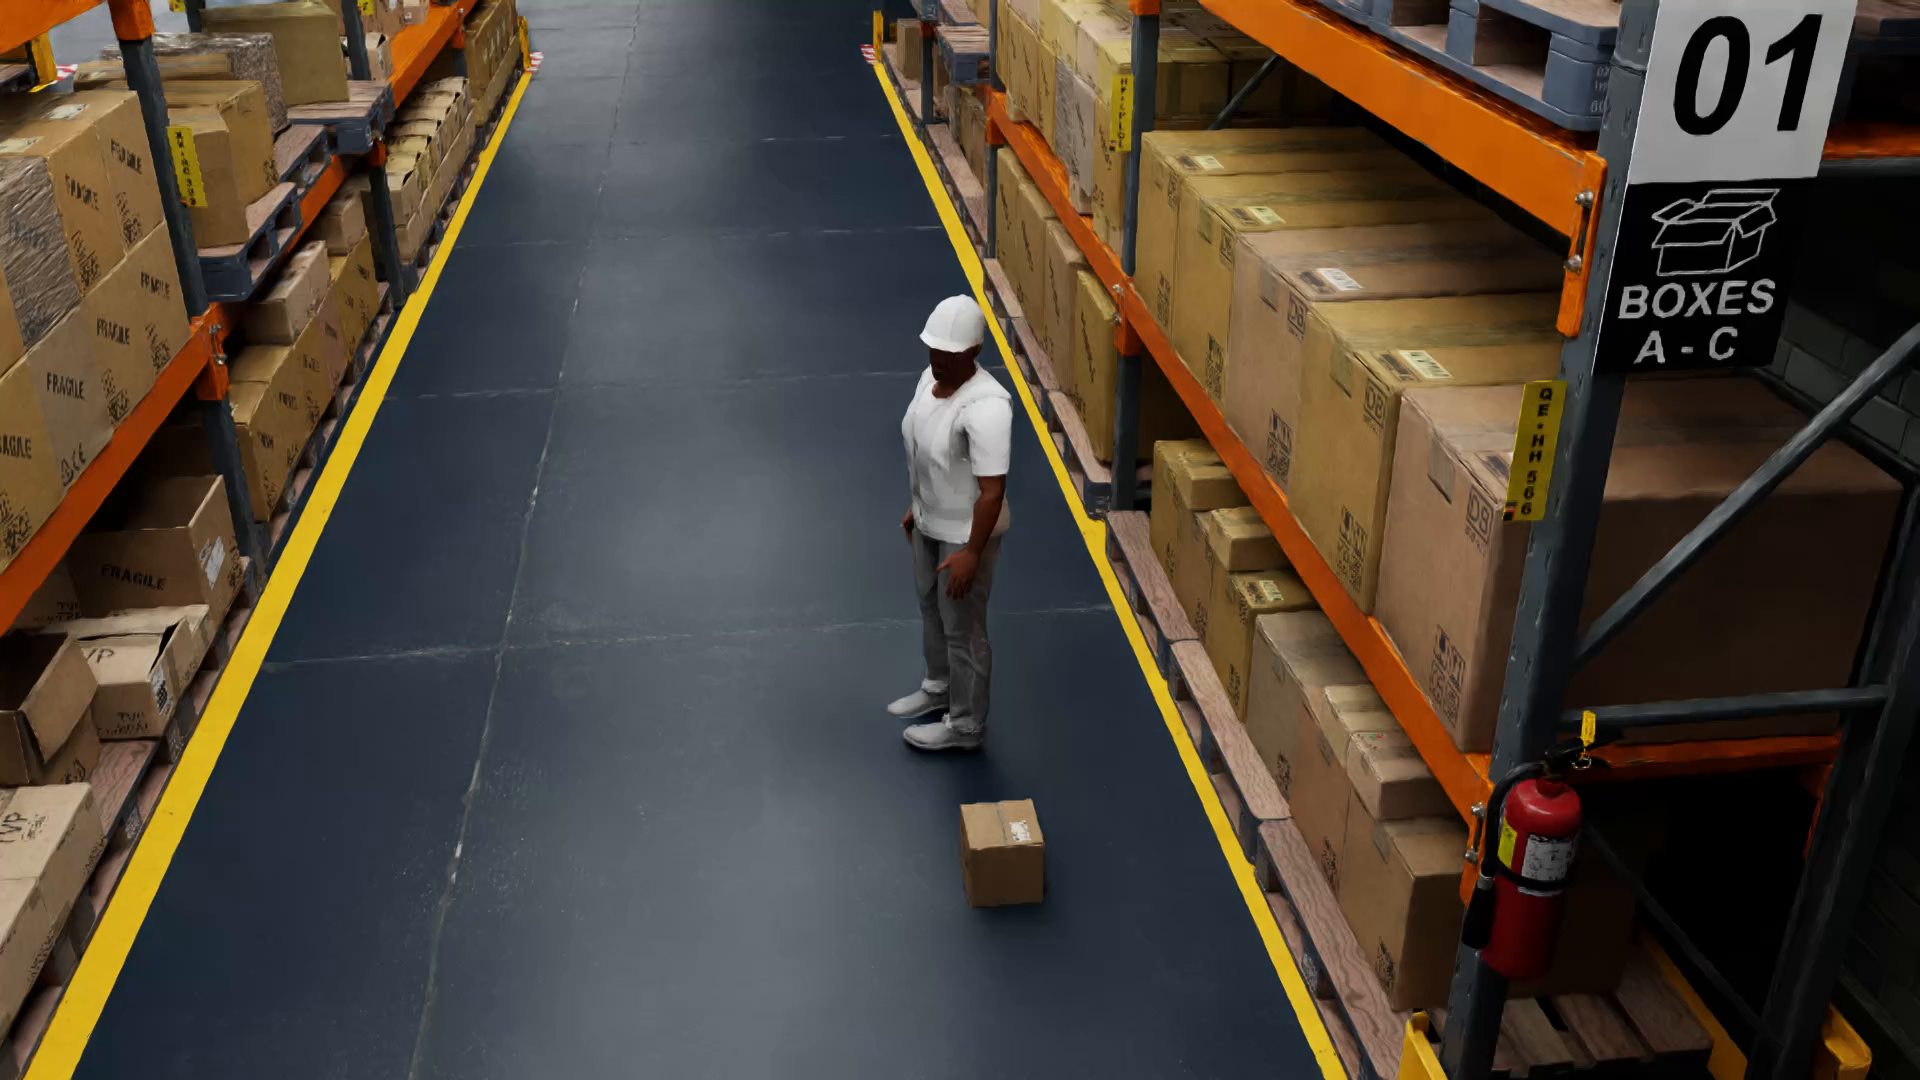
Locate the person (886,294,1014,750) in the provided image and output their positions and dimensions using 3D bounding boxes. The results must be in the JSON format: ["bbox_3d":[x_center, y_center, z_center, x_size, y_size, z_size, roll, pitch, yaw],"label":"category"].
[{"bbox_3d":[-0.046,-0.036,6.153,0.413,1.804,0.615,-12,29,-22],"label":"person"}]
